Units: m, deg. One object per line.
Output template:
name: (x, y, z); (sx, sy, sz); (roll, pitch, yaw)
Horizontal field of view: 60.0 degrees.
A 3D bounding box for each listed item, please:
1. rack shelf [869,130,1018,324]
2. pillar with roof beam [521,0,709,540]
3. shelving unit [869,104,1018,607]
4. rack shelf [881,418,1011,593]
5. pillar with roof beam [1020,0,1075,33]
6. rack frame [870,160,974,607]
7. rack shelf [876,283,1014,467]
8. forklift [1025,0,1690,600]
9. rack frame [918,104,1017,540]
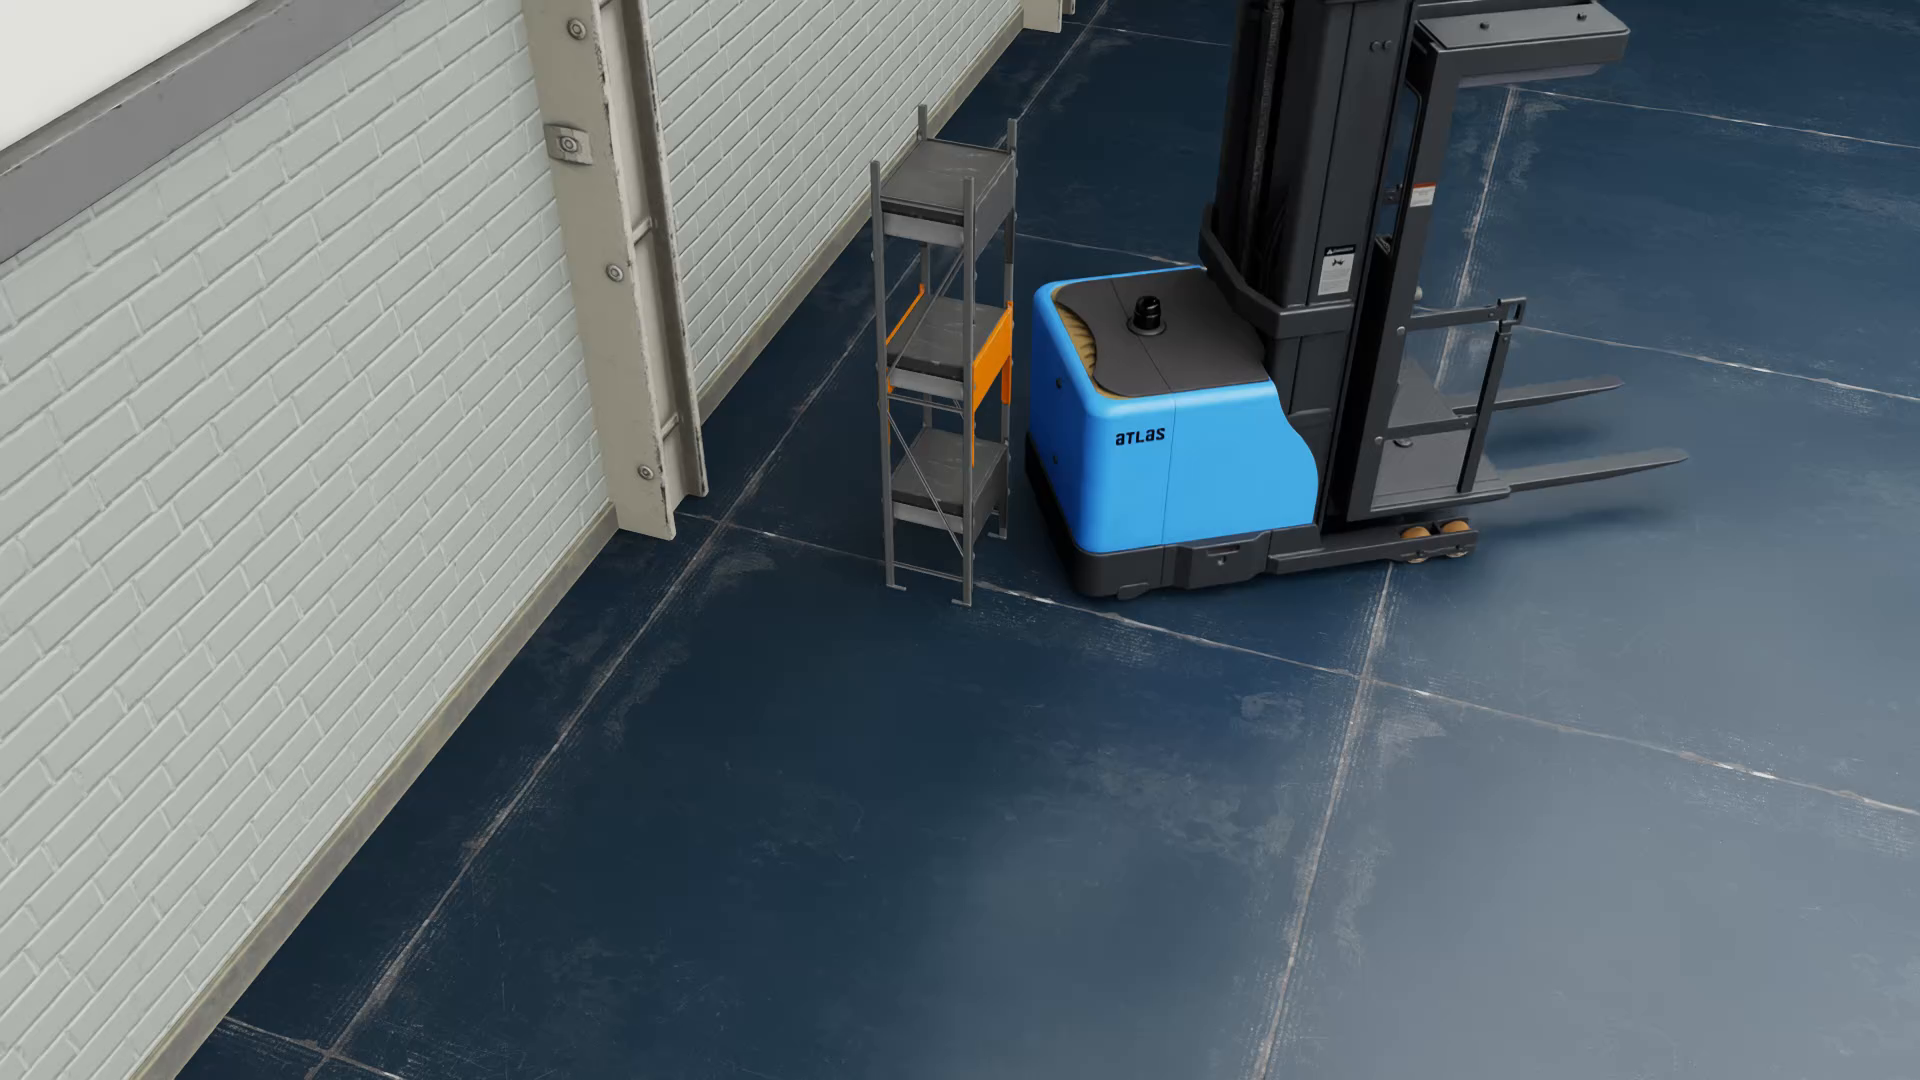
rack shelf: (-0.057, -1.220, 6.458); (0.431, 0.518, 0.480); (13, 42, 15)
pillar with roof beam: (2.630, -2.620, 3.841); (9.100, 9.000, 0.400); (13, 42, 15)
shelving unit: (-0.057, -0.698, 6.904); (0.431, 2.100, 0.503); (13, 42, 15)
rack shelf: (-0.057, -0.155, 7.367); (0.431, 0.518, 0.480); (13, 42, 15)
pillar with roof beam: (4.682, -6.279, 8.131); (9.100, 9.000, 0.400); (13, 42, 15)
rack frame: (-0.140, -0.549, 6.729); (0.400, 2.100, 0.015); (13, 42, 15)
rack shelf: (-0.057, -0.687, 6.913); (0.431, 0.518, 0.480); (13, 42, 15)
forklift: (1.883, -1.338, 7.014); (3.031, 2.935, 1.130); (-8, 41, -9)
rack frame: (0.027, -0.847, 7.078); (0.400, 2.100, 0.015); (13, 42, 15)
